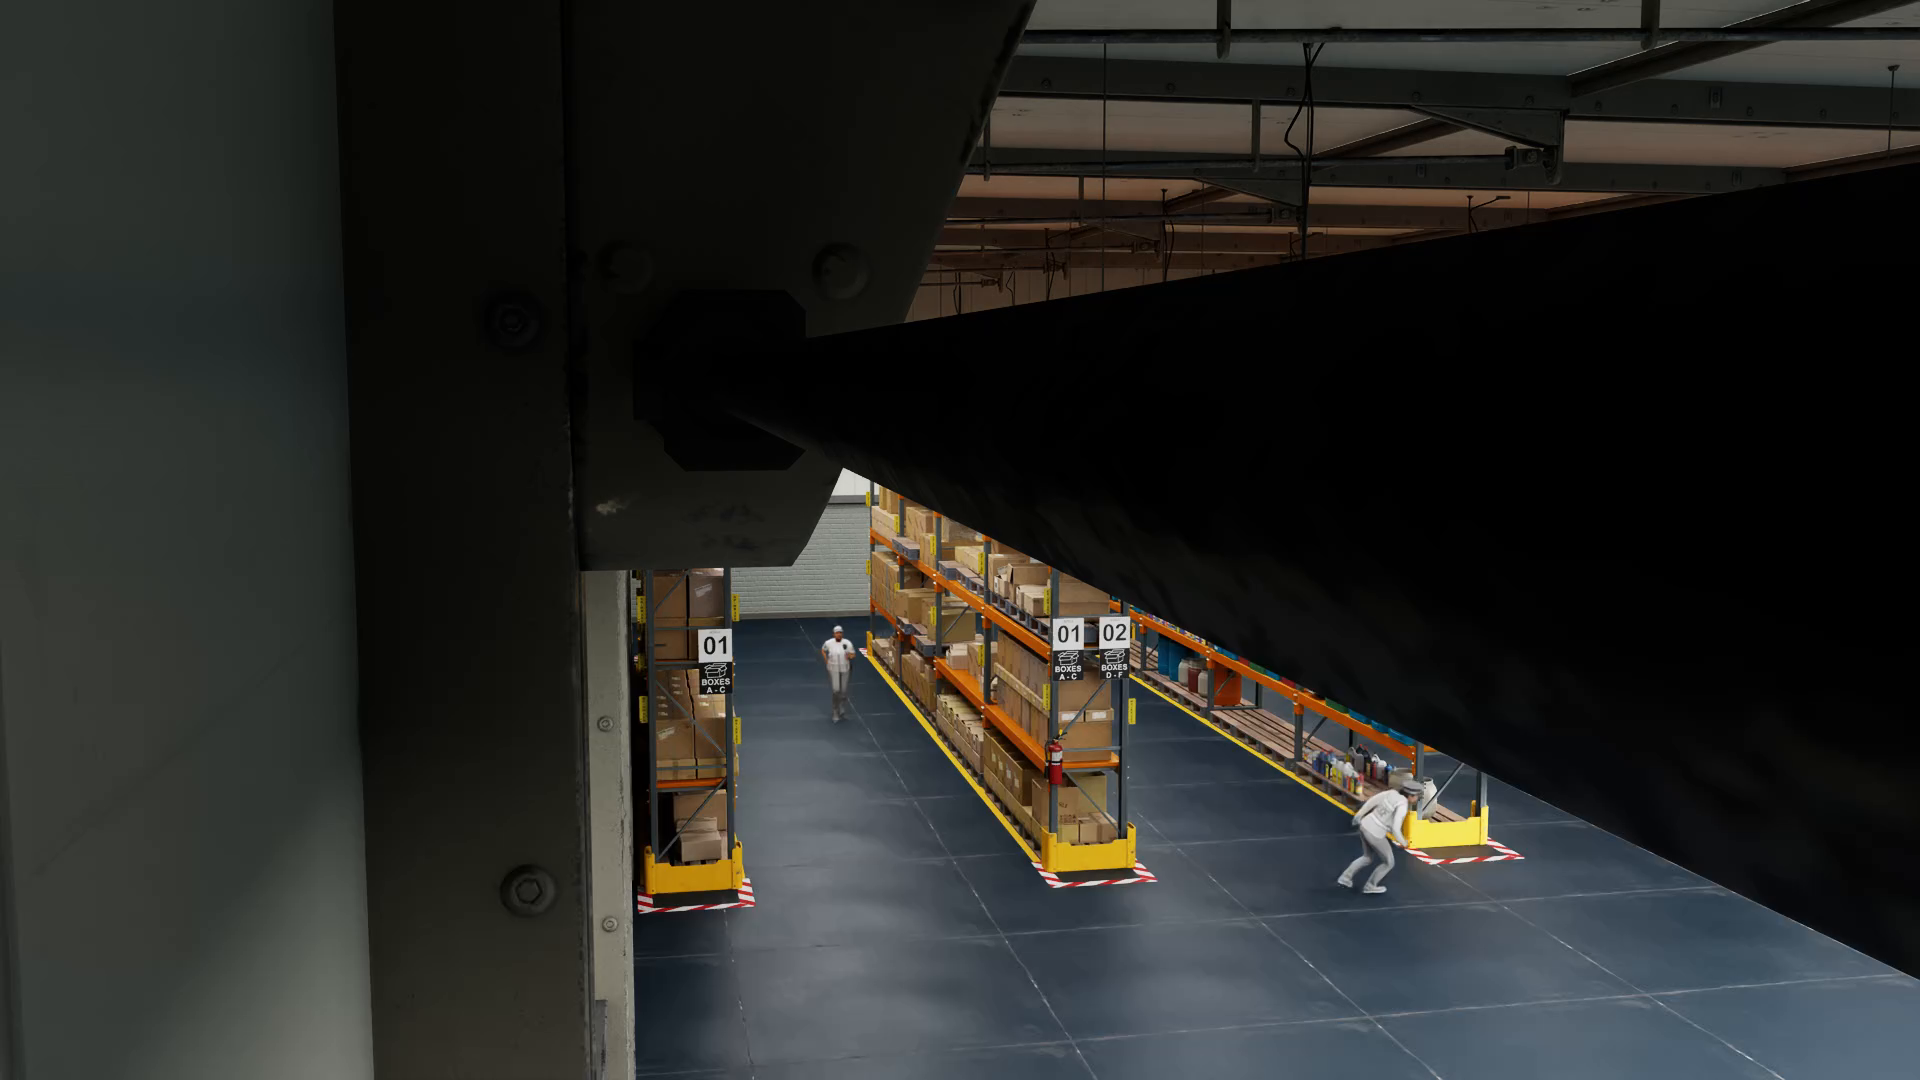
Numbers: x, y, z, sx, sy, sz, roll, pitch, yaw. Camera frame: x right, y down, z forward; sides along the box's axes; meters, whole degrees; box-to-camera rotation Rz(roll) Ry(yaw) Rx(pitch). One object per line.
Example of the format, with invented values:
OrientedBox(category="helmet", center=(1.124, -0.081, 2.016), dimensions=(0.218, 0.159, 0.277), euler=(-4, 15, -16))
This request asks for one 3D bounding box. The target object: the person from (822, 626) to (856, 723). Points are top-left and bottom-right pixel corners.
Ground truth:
OrientedBox(category="person", center=(-2.172, 2.382, 29.903), dimensions=(0.603, 1.706, 0.737), euler=(-1, 6, -8))

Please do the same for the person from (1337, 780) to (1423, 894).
OrientedBox(category="person", center=(5.023, 3.568, 19.900), dimensions=(0.930, 1.394, 0.605), euler=(-1, 6, -6))

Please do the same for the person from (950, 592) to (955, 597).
OrientedBox(category="person", center=(-0.276, 1.615, 37.408), dimensions=(0.634, 1.669, 0.591), euler=(4, 7, 35))
